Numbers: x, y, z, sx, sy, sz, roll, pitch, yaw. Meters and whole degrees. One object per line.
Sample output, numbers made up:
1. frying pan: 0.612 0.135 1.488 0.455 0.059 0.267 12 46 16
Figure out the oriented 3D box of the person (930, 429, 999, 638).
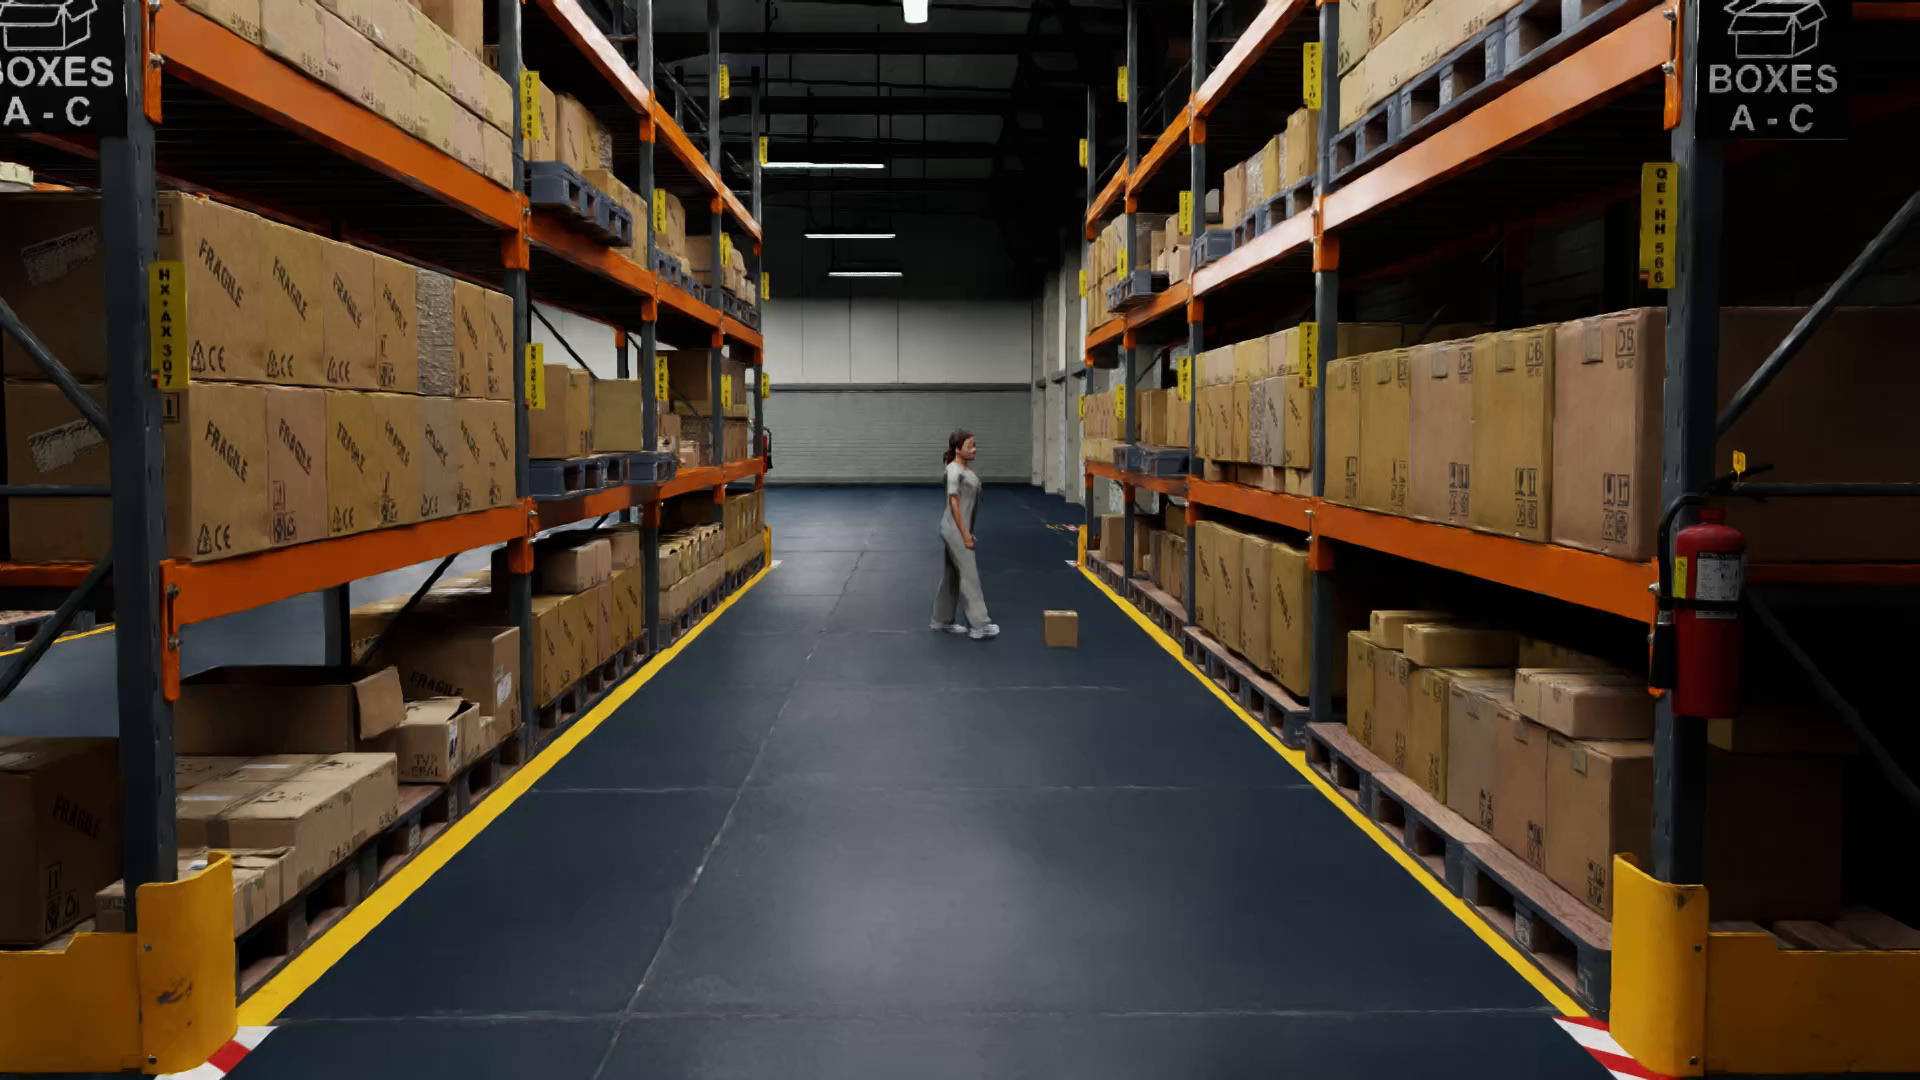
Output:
1. person: 0.018 -0.052 13.362 0.618 1.671 0.536 1 4 11
